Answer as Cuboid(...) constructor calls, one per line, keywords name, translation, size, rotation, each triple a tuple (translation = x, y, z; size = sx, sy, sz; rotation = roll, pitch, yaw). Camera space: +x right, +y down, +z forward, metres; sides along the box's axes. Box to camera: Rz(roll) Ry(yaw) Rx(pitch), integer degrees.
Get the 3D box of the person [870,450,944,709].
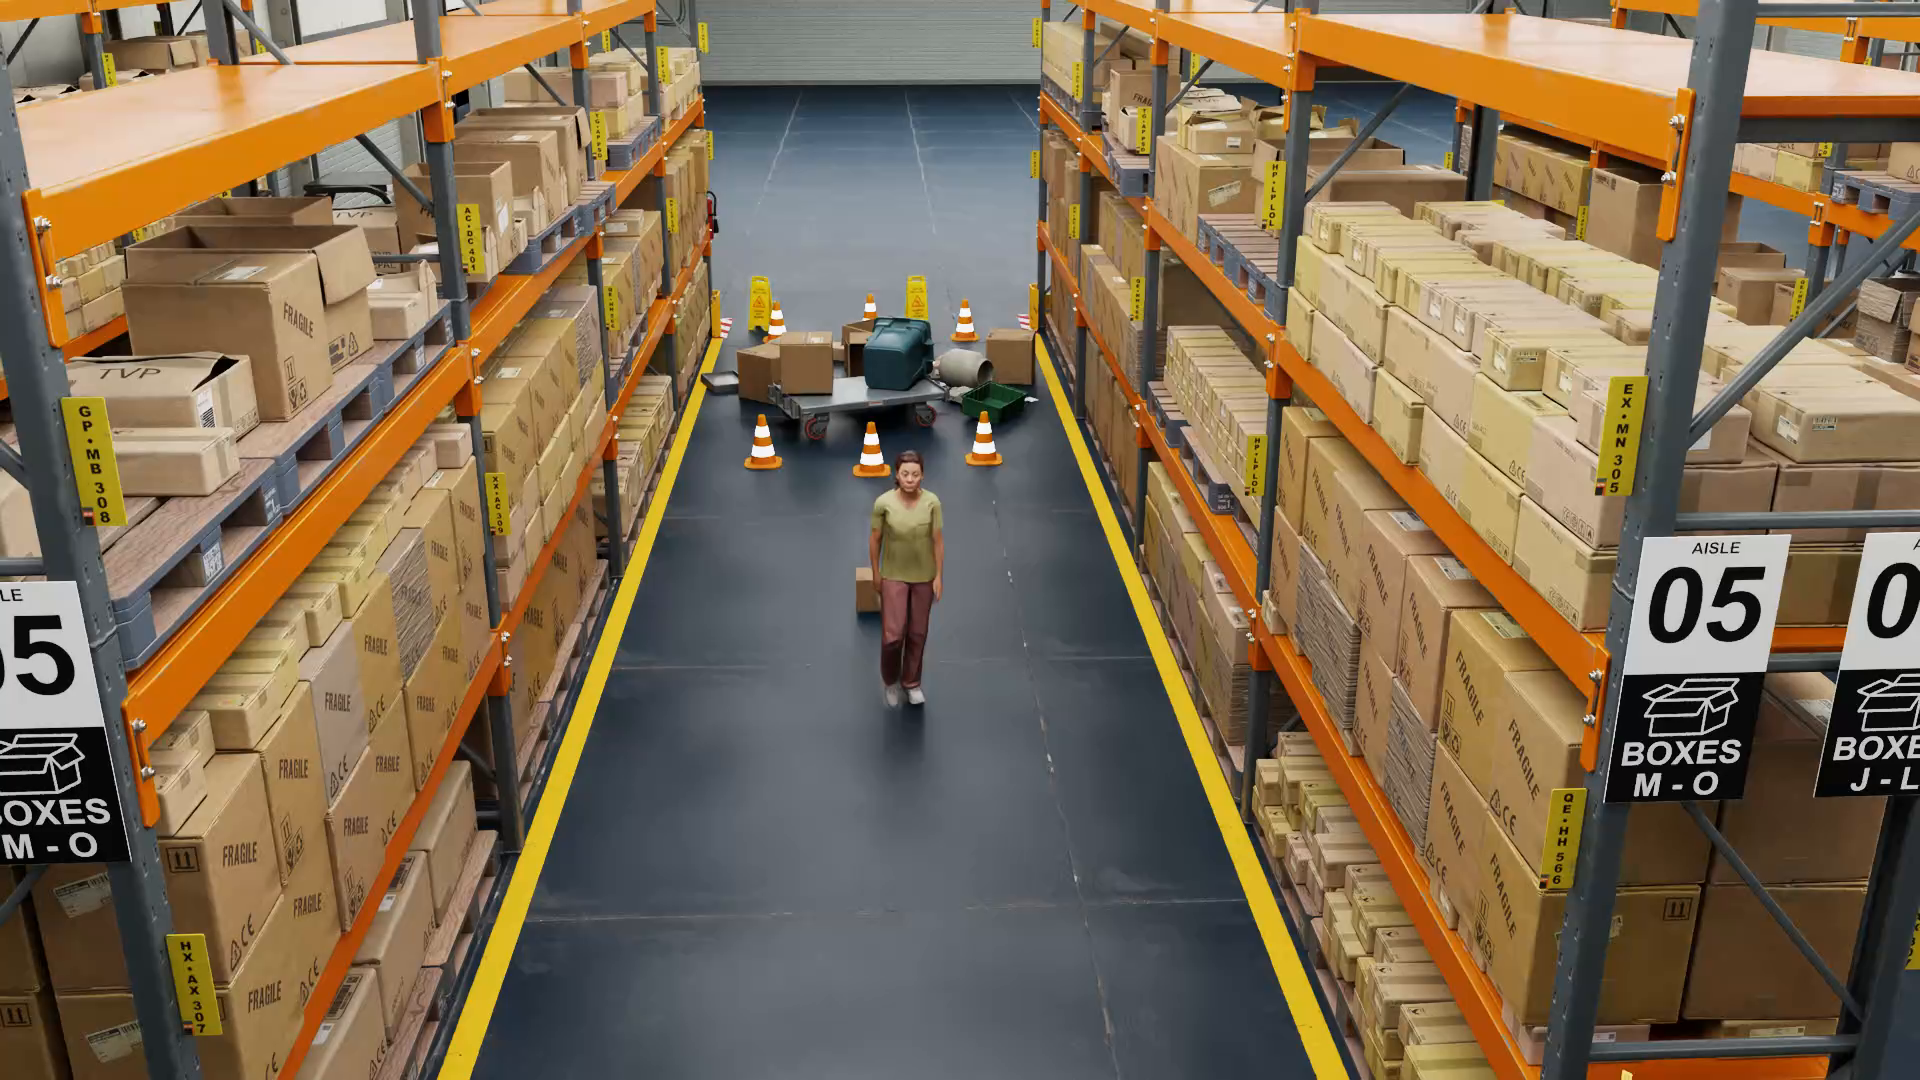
Cuboid(name="person", translation=(-0.311, 0.265, 10.329), size=(0.455, 1.687, 0.435), rotation=(-5, 21, -13))
